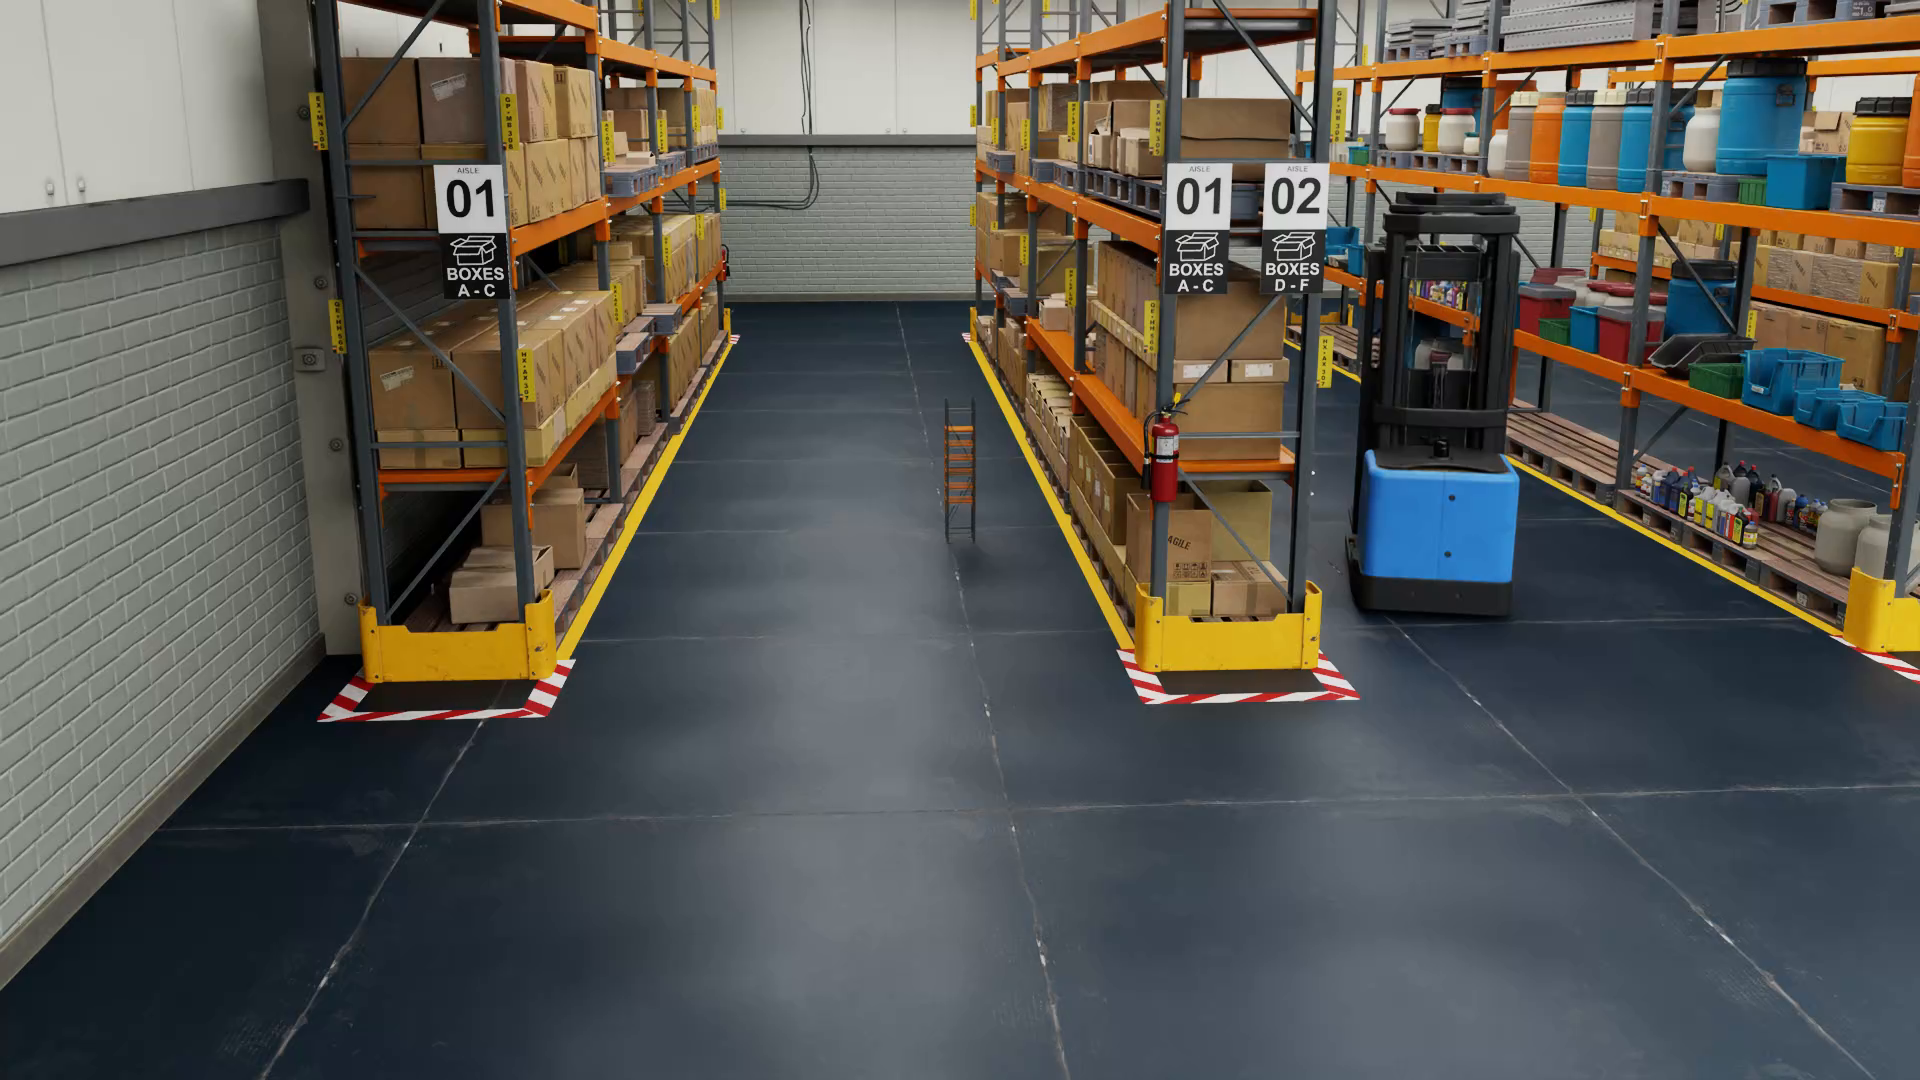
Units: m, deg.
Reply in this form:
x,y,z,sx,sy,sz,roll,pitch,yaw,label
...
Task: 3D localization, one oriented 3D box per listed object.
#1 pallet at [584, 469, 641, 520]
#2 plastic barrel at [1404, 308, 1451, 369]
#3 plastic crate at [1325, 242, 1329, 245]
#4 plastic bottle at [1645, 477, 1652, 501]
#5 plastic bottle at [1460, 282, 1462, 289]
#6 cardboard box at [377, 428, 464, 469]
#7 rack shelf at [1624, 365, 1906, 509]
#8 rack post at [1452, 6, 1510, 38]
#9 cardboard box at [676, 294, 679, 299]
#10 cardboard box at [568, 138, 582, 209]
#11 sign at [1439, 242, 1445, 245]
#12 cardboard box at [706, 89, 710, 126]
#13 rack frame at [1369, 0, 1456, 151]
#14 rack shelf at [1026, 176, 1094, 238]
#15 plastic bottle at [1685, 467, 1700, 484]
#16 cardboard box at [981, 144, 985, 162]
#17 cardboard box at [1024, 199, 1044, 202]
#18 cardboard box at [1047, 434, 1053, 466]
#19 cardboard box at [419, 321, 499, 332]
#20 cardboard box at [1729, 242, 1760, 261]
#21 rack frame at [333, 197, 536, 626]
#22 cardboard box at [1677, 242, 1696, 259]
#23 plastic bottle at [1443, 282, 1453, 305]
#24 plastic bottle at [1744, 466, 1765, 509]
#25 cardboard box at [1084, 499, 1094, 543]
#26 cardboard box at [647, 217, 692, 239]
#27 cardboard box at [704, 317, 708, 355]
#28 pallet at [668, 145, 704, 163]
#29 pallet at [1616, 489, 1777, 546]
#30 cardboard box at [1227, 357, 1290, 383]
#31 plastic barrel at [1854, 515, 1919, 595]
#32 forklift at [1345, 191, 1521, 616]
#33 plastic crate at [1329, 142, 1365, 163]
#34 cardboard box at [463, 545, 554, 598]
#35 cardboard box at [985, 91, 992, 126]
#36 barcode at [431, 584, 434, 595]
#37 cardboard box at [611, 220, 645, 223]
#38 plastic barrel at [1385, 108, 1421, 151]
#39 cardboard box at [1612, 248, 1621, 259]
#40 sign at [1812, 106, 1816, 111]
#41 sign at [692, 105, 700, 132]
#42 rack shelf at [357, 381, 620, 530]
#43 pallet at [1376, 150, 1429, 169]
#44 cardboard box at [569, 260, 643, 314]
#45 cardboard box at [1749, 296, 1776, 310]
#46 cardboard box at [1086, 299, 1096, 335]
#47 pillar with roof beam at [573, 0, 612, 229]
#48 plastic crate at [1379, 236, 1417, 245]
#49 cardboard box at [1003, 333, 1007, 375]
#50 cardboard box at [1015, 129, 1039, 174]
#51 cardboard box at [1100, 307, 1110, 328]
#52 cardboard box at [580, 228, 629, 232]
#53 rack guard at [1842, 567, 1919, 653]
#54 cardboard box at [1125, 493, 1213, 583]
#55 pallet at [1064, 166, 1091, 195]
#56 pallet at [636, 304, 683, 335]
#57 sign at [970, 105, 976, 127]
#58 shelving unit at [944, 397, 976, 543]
x,y,z,sx,sy,sz,roll,pitch,yaw,label
-3.500,-0.419,15.231,1.003,0.211,1.213,-1,14,-3,pallet
6.002,-2.594,21.456,0.600,0.901,0.708,-1,14,-3,plastic barrel
5.422,-4.431,25.443,0.416,0.233,0.300,-1,14,-3,plastic crate
6.032,-0.450,14.488,0.097,0.201,0.097,0,14,0,plastic bottle
6.366,-3.258,20.917,0.152,0.276,0.135,-1,14,-3,plastic bottle
-3.425,-0.631,10.721,0.500,0.250,0.500,-1,14,-3,cardboard box
6.561,-0.883,12.882,1.077,0.370,4.000,-1,14,-3,rack shelf
6.104,-5.772,18.552,0.954,0.300,0.937,-1,14,-3,rack post
-3.603,-2.991,20.095,0.380,0.149,0.250,0,14,-2,cardboard box
-3.082,-2.702,12.246,0.500,0.500,0.500,-1,15,-6,cardboard box
6.491,-3.860,22.455,0.100,0.325,0.005,-1,14,-3,sign
-3.815,-6.123,23.538,0.500,0.500,0.500,-2,15,-6,cardboard box
5.942,-6.624,21.711,1.000,3.000,0.127,-1,14,-3,rack frame
1.370,-3.255,16.081,1.077,0.370,4.000,-1,14,-3,rack shelf
6.217,-0.454,14.204,0.144,0.351,0.185,-1,14,-3,plastic bottle
0.579,-5.637,24.197,0.500,0.250,0.500,-1,14,-3,cardboard box
1.186,-4.553,23.495,0.500,0.500,0.500,-1,14,-5,cardboard box
1.117,-0.877,16.089,0.500,0.250,0.500,-1,14,-2,cardboard box
-3.502,-1.249,11.617,0.500,0.500,0.500,-1,14,-5,cardboard box
10.664,-3.725,22.283,0.500,0.500,0.500,-1,14,-3,cardboard box
-3.203,-0.581,10.265,1.000,3.000,0.127,-1,14,-3,rack frame
10.562,-4.101,23.648,0.500,0.250,0.500,0,14,-2,cardboard box
5.724,-2.890,19.497,0.097,0.271,0.097,0,14,0,plastic bottle
6.777,-0.455,14.210,0.144,0.351,0.185,-2,15,-6,plastic bottle
1.271,-0.156,13.288,0.500,0.250,0.500,-1,14,-3,cardboard box
-3.640,-3.891,20.787,0.500,0.250,0.500,-1,14,-2,cardboard box
-3.918,-2.871,23.338,0.700,0.500,0.500,-1,14,-4,cardboard box
-3.986,-5.179,22.292,1.003,0.211,1.213,-1,14,-3,pallet
6.438,-0.211,14.421,1.003,0.211,1.213,-1,14,-3,pallet
1.932,-1.122,10.864,0.380,0.149,0.250,-1,14,-4,cardboard box
6.568,0.105,11.748,0.421,0.512,0.421,0,14,0,plastic barrel
3.637,-1.206,12.833,1.130,2.935,3.031,3,15,10,forklift
5.523,-5.552,23.805,0.437,0.282,0.530,-1,14,-3,plastic crate
-3.191,0.193,11.770,0.500,0.311,0.500,0,14,1,cardboard box
0.745,-6.370,24.536,0.700,0.500,0.500,-1,14,-3,cardboard box
-3.556,0.332,11.211,0.001,0.075,0.075,-1,14,-3,barcode
-4.102,-3.758,20.268,0.500,0.250,0.500,-1,14,-5,cardboard box
5.724,-5.305,21.491,0.433,0.535,0.433,0,14,0,plastic barrel
10.364,-4.447,25.795,0.380,0.149,0.250,-1,14,-5,cardboard box
11.426,-5.661,22.320,0.100,0.325,0.005,-1,14,-3,sign
-3.405,-5.432,21.428,0.100,0.325,0.005,-1,14,-3,sign
-3.327,-0.730,12.287,1.077,0.370,4.000,-1,14,-3,rack shelf
6.088,-4.886,21.356,1.213,0.211,1.003,-1,14,-3,pallet
-3.598,-2.577,16.938,0.700,0.500,0.500,-2,15,-9,cardboard box
10.945,-2.810,22.350,1.225,0.875,0.875,-1,14,-3,cardboard box
1.430,-2.024,15.672,0.500,0.500,0.500,0,14,1,cardboard box
-0.556,-6.698,21.999,9.100,9.000,0.400,-1,14,-3,pillar with roof beam
6.137,-4.004,23.321,0.402,0.464,0.583,-1,14,-3,plastic crate
0.829,-2.389,21.424,0.500,0.500,0.500,-1,14,-3,cardboard box
1.121,-4.513,19.327,0.910,0.500,0.500,-1,14,-3,cardboard box
1.350,-1.819,13.575,0.380,0.149,0.250,-1,14,-5,cardboard box
-4.014,-3.374,18.776,0.500,0.250,0.500,-1,14,-5,cardboard box
6.634,0.458,11.241,1.175,0.500,0.348,-1,14,-3,rack guard
1.411,-0.022,11.263,0.500,0.500,0.500,-1,14,-3,cardboard box
1.426,-3.232,14.934,0.805,0.209,1.217,-1,15,-6,pallet
-3.548,-2.302,17.339,1.213,0.211,1.003,-1,14,-3,pallet
0.208,-6.505,25.516,0.100,0.325,0.005,-1,14,-3,sign
0.001,-0.577,13.863,0.258,1.200,0.189,-1,14,-3,shelving unit
